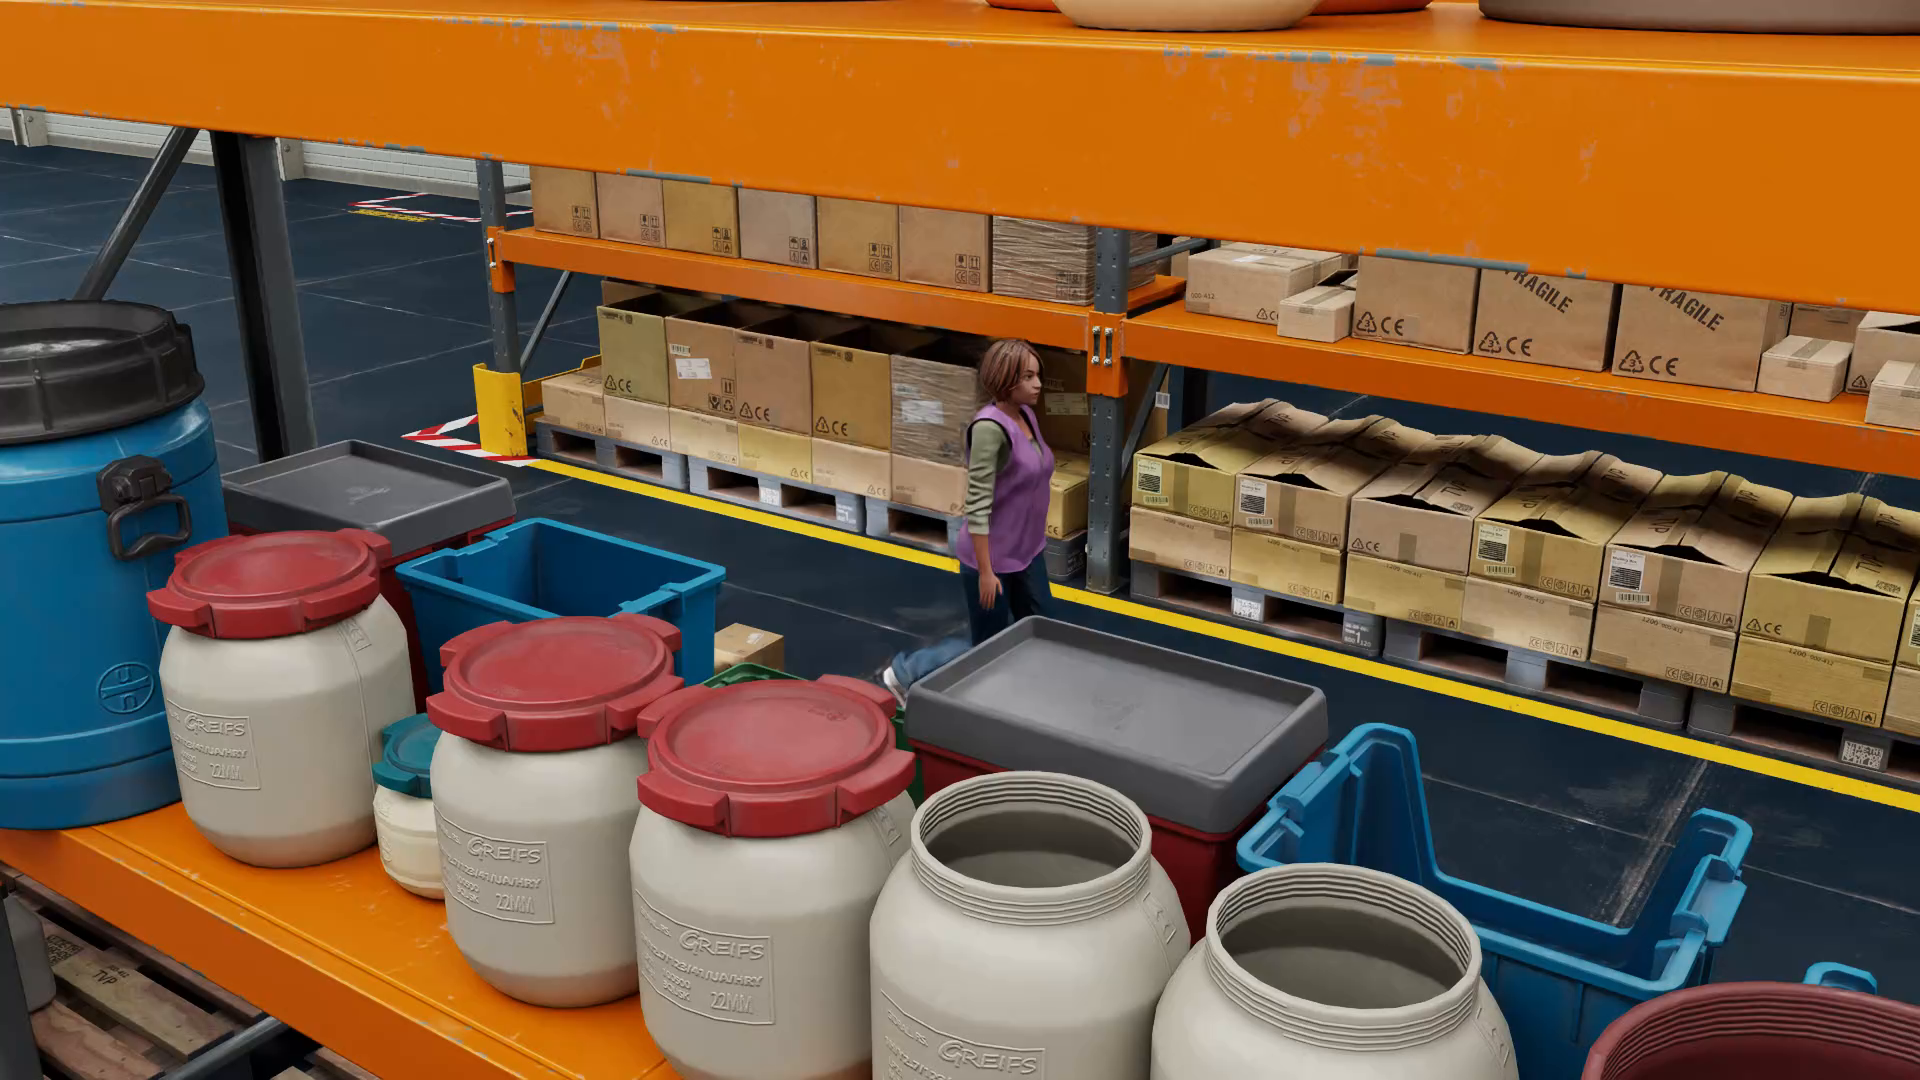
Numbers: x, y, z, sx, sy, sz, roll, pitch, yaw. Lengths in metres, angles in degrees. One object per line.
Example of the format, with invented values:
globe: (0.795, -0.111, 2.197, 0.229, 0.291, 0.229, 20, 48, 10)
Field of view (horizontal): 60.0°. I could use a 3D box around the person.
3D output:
person: (0.082, 0.050, 5.919, 0.770, 1.569, 0.426, 10, 23, 26)
